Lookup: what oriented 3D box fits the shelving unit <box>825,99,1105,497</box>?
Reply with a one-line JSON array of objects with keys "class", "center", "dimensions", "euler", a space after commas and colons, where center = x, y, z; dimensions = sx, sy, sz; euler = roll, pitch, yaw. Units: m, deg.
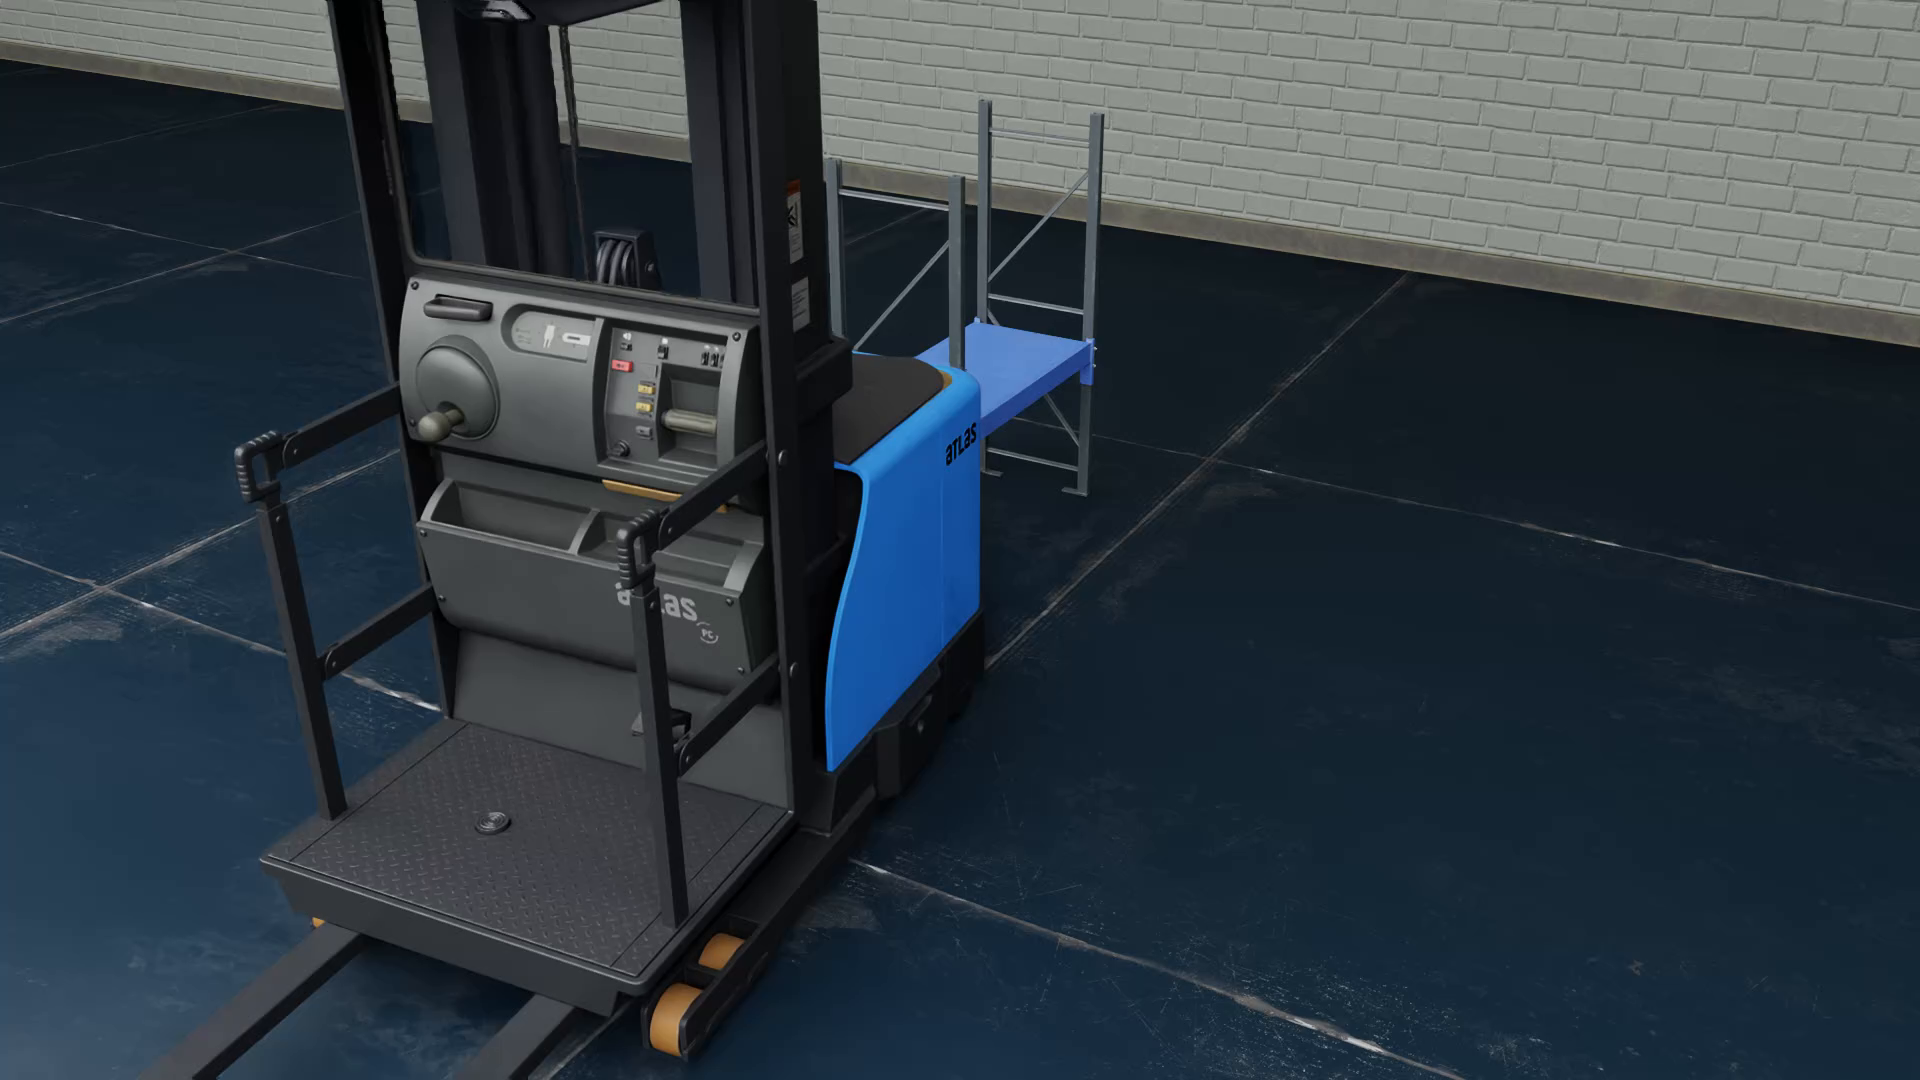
[{"class": "shelving unit", "center": [0.042, -0.704, 5.981], "dimensions": [0.538, 1.500, 1.048], "euler": [14, 30, 26]}]

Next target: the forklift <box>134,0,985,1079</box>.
[{"class": "forklift", "center": [-0.984, -0.332, 3.639], "dimensions": [1.130, 2.935, 3.031], "euler": [11, 29, 21]}]

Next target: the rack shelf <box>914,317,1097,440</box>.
[{"class": "rack shelf", "center": [0.042, -0.543, 6.061], "dimensions": [0.538, 0.185, 1.000], "euler": [14, 30, 26]}]

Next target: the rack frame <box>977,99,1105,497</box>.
[{"class": "rack frame", "center": [0.292, -0.902, 6.376], "dimensions": [0.500, 1.500, 0.032], "euler": [14, 30, 26]}]

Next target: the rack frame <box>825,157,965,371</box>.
[{"class": "rack frame", "center": [-0.208, -0.506, 5.585], "dimensions": [0.500, 1.500, 0.032], "euler": [14, 30, 26]}]
